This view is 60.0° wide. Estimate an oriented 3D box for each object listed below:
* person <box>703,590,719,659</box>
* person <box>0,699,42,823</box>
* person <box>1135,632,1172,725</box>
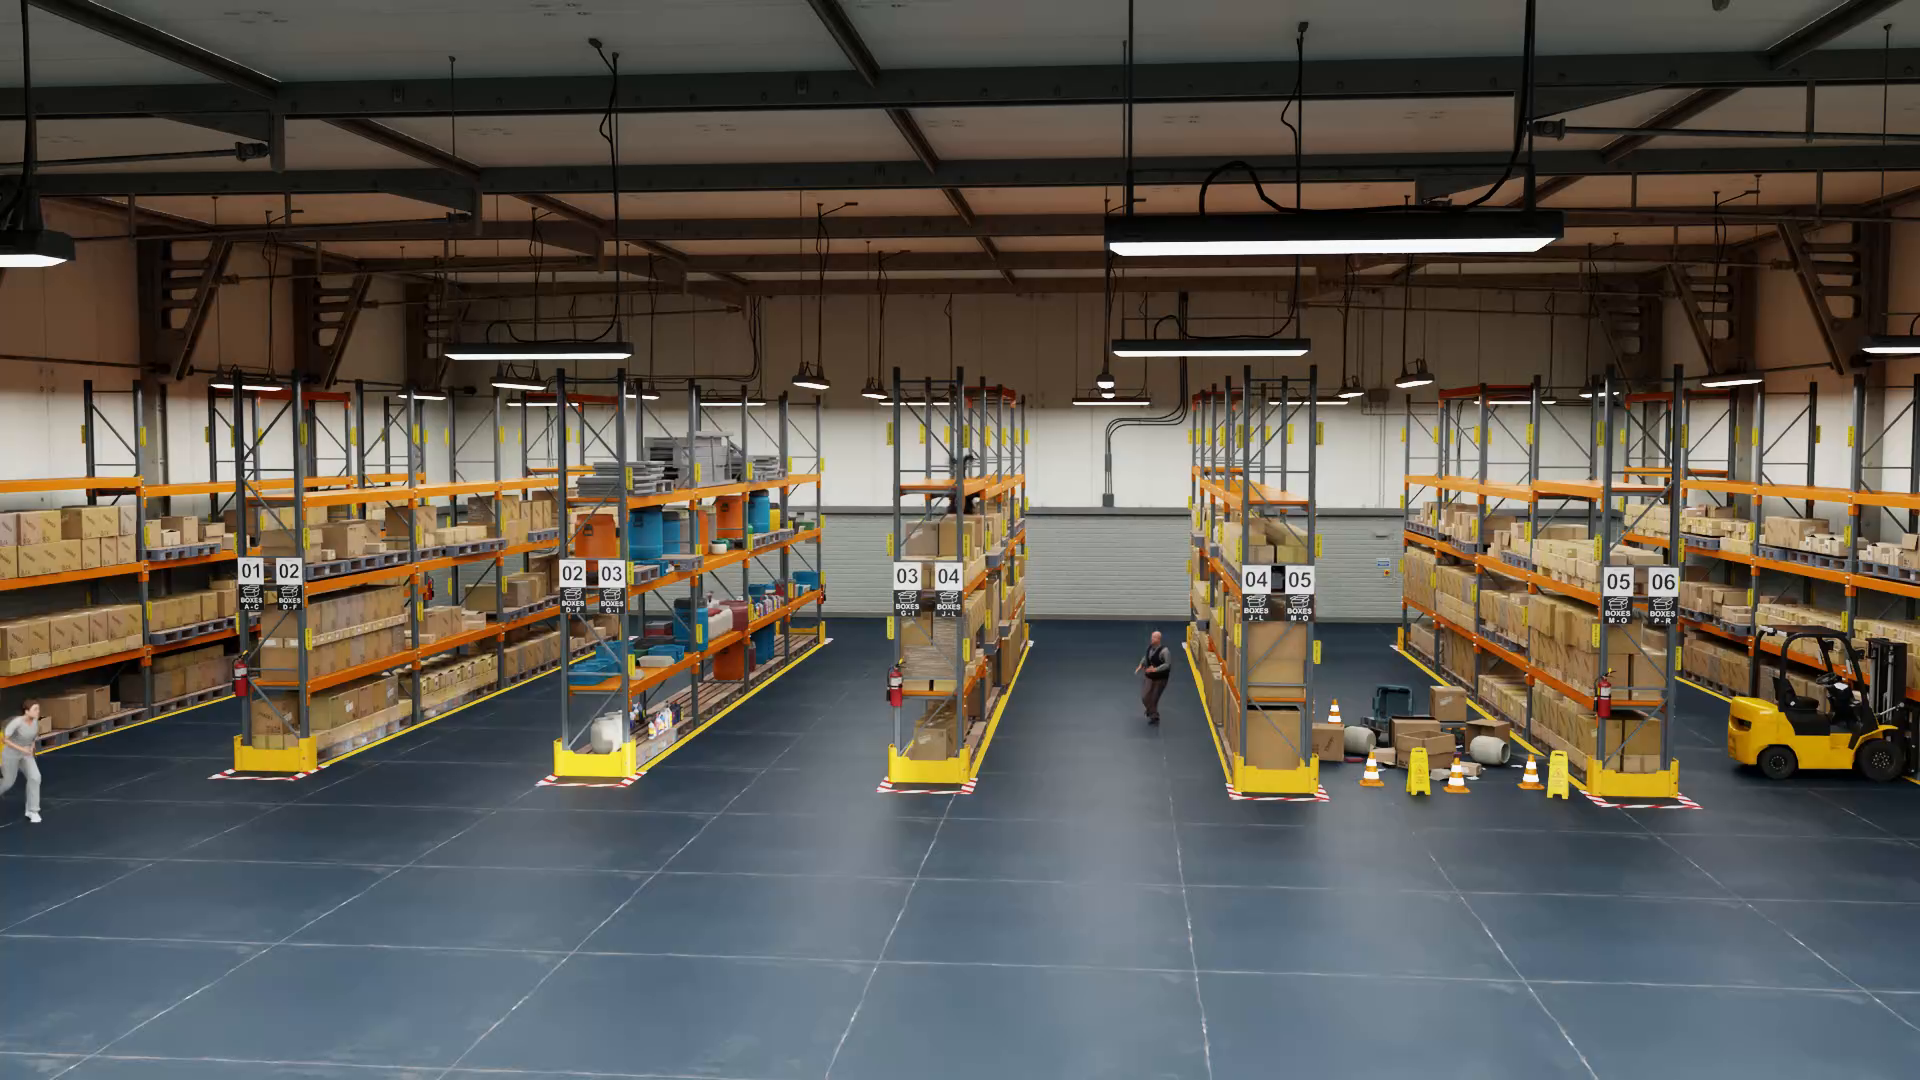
[{"bbox_3d":[-5.592,1.884,37.536,0.606,1.586,0.812,-1,4,-10],"label":"person"},{"bbox_3d":[-12.388,2.870,21.753,1.004,1.627,0.596,1,4,17],"label":"person"},{"bbox_3d":[3.416,2.404,29.049,0.756,1.651,0.610,2,4,35],"label":"person"}]
